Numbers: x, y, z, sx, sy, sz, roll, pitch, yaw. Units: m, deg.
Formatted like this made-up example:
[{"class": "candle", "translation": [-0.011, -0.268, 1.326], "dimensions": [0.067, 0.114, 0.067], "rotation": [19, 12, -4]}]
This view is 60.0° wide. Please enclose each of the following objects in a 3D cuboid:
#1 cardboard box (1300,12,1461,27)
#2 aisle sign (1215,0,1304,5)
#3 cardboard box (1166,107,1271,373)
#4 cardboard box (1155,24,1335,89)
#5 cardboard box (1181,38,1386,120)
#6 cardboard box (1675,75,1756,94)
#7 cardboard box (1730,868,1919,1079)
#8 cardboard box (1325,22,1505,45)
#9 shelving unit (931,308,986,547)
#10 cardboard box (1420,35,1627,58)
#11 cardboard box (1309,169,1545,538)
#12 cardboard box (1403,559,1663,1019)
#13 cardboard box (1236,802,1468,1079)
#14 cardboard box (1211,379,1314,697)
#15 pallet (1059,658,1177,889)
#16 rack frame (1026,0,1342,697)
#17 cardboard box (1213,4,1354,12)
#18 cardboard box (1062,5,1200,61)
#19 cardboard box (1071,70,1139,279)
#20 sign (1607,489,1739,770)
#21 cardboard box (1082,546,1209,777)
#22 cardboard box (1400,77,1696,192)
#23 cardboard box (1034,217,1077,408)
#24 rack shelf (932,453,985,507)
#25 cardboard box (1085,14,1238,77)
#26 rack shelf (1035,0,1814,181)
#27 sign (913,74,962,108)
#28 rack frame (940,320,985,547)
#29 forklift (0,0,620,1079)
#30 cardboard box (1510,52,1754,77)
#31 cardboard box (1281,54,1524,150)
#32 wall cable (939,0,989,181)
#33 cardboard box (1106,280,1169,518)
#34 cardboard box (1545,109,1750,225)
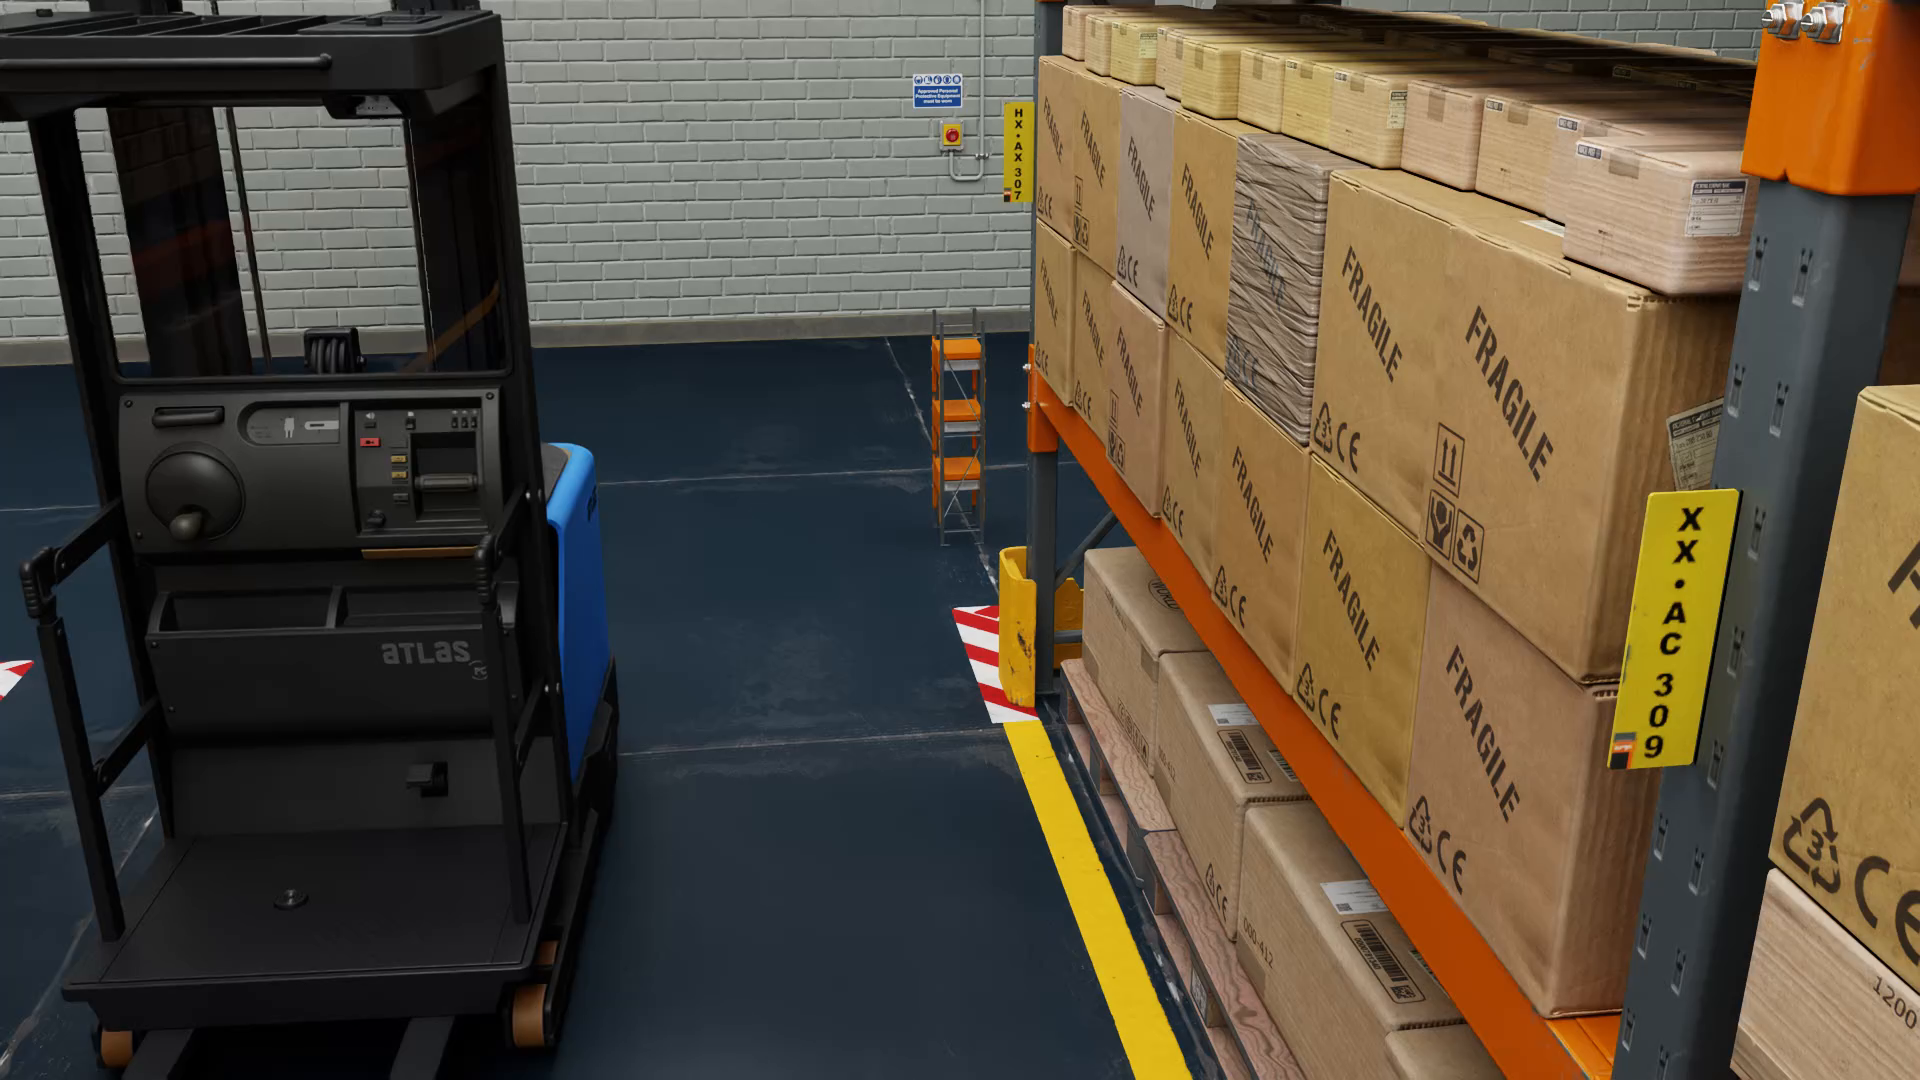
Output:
[{"class": "cardboard box", "translation": [1.176, -1.403, 4.685], "dimensions": [0.380, 0.149, 0.250], "rotation": [-3, 21, -8]}, {"class": "aisle sign", "translation": [1.042, -2.128, 5.411], "dimensions": [0.394, 0.787, 0.004], "rotation": [-3, 21, -8]}, {"class": "cardboard box", "translation": [0.769, -0.675, 3.665], "dimensions": [0.500, 0.500, 0.500], "rotation": [-3, 21, -8]}, {"class": "cardboard box", "translation": [0.701, -1.190, 4.117], "dimensions": [0.380, 0.149, 0.250], "rotation": [-3, 21, -7]}, {"class": "cardboard box", "translation": [0.704, -1.013, 3.641], "dimensions": [0.380, 0.149, 0.250], "rotation": [-3, 21, -9]}, {"class": "cardboard box", "translation": [1.427, -0.689, 2.776], "dimensions": [0.380, 0.149, 0.250], "rotation": [-3, 21, -8]}, {"class": "cardboard box", "translation": [1.106, 0.518, 1.542], "dimensions": [0.500, 0.250, 0.500], "rotation": [-4, 21, -9]}, {"class": "cardboard box", "translation": [1.139, -1.219, 4.194], "dimensions": [0.380, 0.149, 0.250], "rotation": [-3, 21, -8]}, {"class": "shelving unit", "translation": [-0.008, -0.510, 7.582], "dimensions": [0.215, 1.050, 0.252], "rotation": [-3, 21, -8]}, {"class": "cardboard box", "translation": [1.253, -1.044, 3.724], "dimensions": [0.380, 0.149, 0.250], "rotation": [-2, 21, -6]}, {"class": "cardboard box", "translation": [0.915, -0.325, 2.728], "dimensions": [0.500, 0.500, 0.500], "rotation": [-3, 21, -9]}, {"class": "cardboard box", "translation": [1.002, 0.321, 2.427], "dimensions": [0.500, 0.500, 0.500], "rotation": [-3, 21, -7]}, {"class": "cardboard box", "translation": [1.208, 0.986, 3.850], "dimensions": [0.875, 0.438, 0.875], "rotation": [-4, 21, -9]}, {"class": "cardboard box", "translation": [0.835, -0.030, 3.367], "dimensions": [0.500, 0.500, 0.500], "rotation": [-3, 21, -9]}, {"class": "pallet", "translation": [0.938, 0.710, 5.514], "dimensions": [1.003, 0.211, 1.213], "rotation": [-3, 21, -8]}, {"class": "rack frame", "translation": [0.745, -0.869, 5.757], "dimensions": [1.000, 3.000, 0.127], "rotation": [-3, 21, -8]}, {"class": "cardboard box", "translation": [0.995, -1.574, 5.145], "dimensions": [0.380, 0.149, 0.250], "rotation": [-3, 21, -7]}, {"class": "cardboard box", "translation": [0.523, -1.552, 5.085], "dimensions": [0.380, 0.149, 0.250], "rotation": [-2, 21, -7]}, {"class": "cardboard box", "translation": [0.614, -1.026, 4.603], "dimensions": [0.500, 0.500, 0.500], "rotation": [-3, 21, -9]}, {"class": "sign", "translation": [0.773, 0.101, 1.807], "dimensions": [0.100, 0.325, 0.005], "rotation": [-3, 21, -8]}, {"class": "cardboard box", "translation": [0.939, 0.358, 5.533], "dimensions": [0.875, 0.438, 0.875], "rotation": [-4, 21, -10]}, {"class": "cardboard box", "translation": [0.951, -0.665, 2.709], "dimensions": [0.380, 0.149, 0.250], "rotation": [-3, 21, -8]}, {"class": "cardboard box", "translation": [0.530, -0.736, 5.256], "dimensions": [0.500, 0.500, 0.500], "rotation": [-3, 21, -8]}, {"class": "rack shelf", "translation": [-0.008, -0.240, 7.683], "dimensions": [0.215, 0.259, 0.240], "rotation": [-3, 21, -8]}, {"class": "cardboard box", "translation": [0.555, -1.369, 4.595], "dimensions": [0.380, 0.149, 0.250], "rotation": [-2, 21, -6]}, {"class": "rack shelf", "translation": [1.034, -1.245, 3.504], "dimensions": [1.077, 0.370, 4.000], "rotation": [-3, 21, -8]}, {"class": "sign", "translation": [-0.147, -2.966, 10.984], "dimensions": [0.327, 0.218, 0.001], "rotation": [-3, 21, -8]}, {"class": "rack frame", "translation": [0.010, -0.468, 7.469], "dimensions": [0.200, 1.050, 0.008], "rotation": [-3, 21, -8]}, {"class": "forklift", "translation": [-1.605, -0.169, 3.981], "dimensions": [1.130, 2.935, 3.031], "rotation": [-2, 21, -4]}, {"class": "cardboard box", "translation": [1.299, -0.866, 3.248], "dimensions": [0.380, 0.149, 0.250], "rotation": [-3, 21, -8]}, {"class": "cardboard box", "translation": [0.841, -0.840, 3.179], "dimensions": [0.380, 0.149, 0.250], "rotation": [-3, 21, -9]}, {"class": "wall cable", "translation": [-0.091, -3.311, 10.798], "dimensions": [0.585, 1.953, 0.123], "rotation": [-3, 21, -8]}, {"class": "cardboard box", "translation": [0.686, -0.385, 4.317], "dimensions": [0.500, 0.500, 0.500], "rotation": [-3, 21, -8]}, {"class": "cardboard box", "translation": [1.032, -0.491, 2.245], "dimensions": [0.380, 0.149, 0.250], "rotation": [-2, 21, -6]}]
